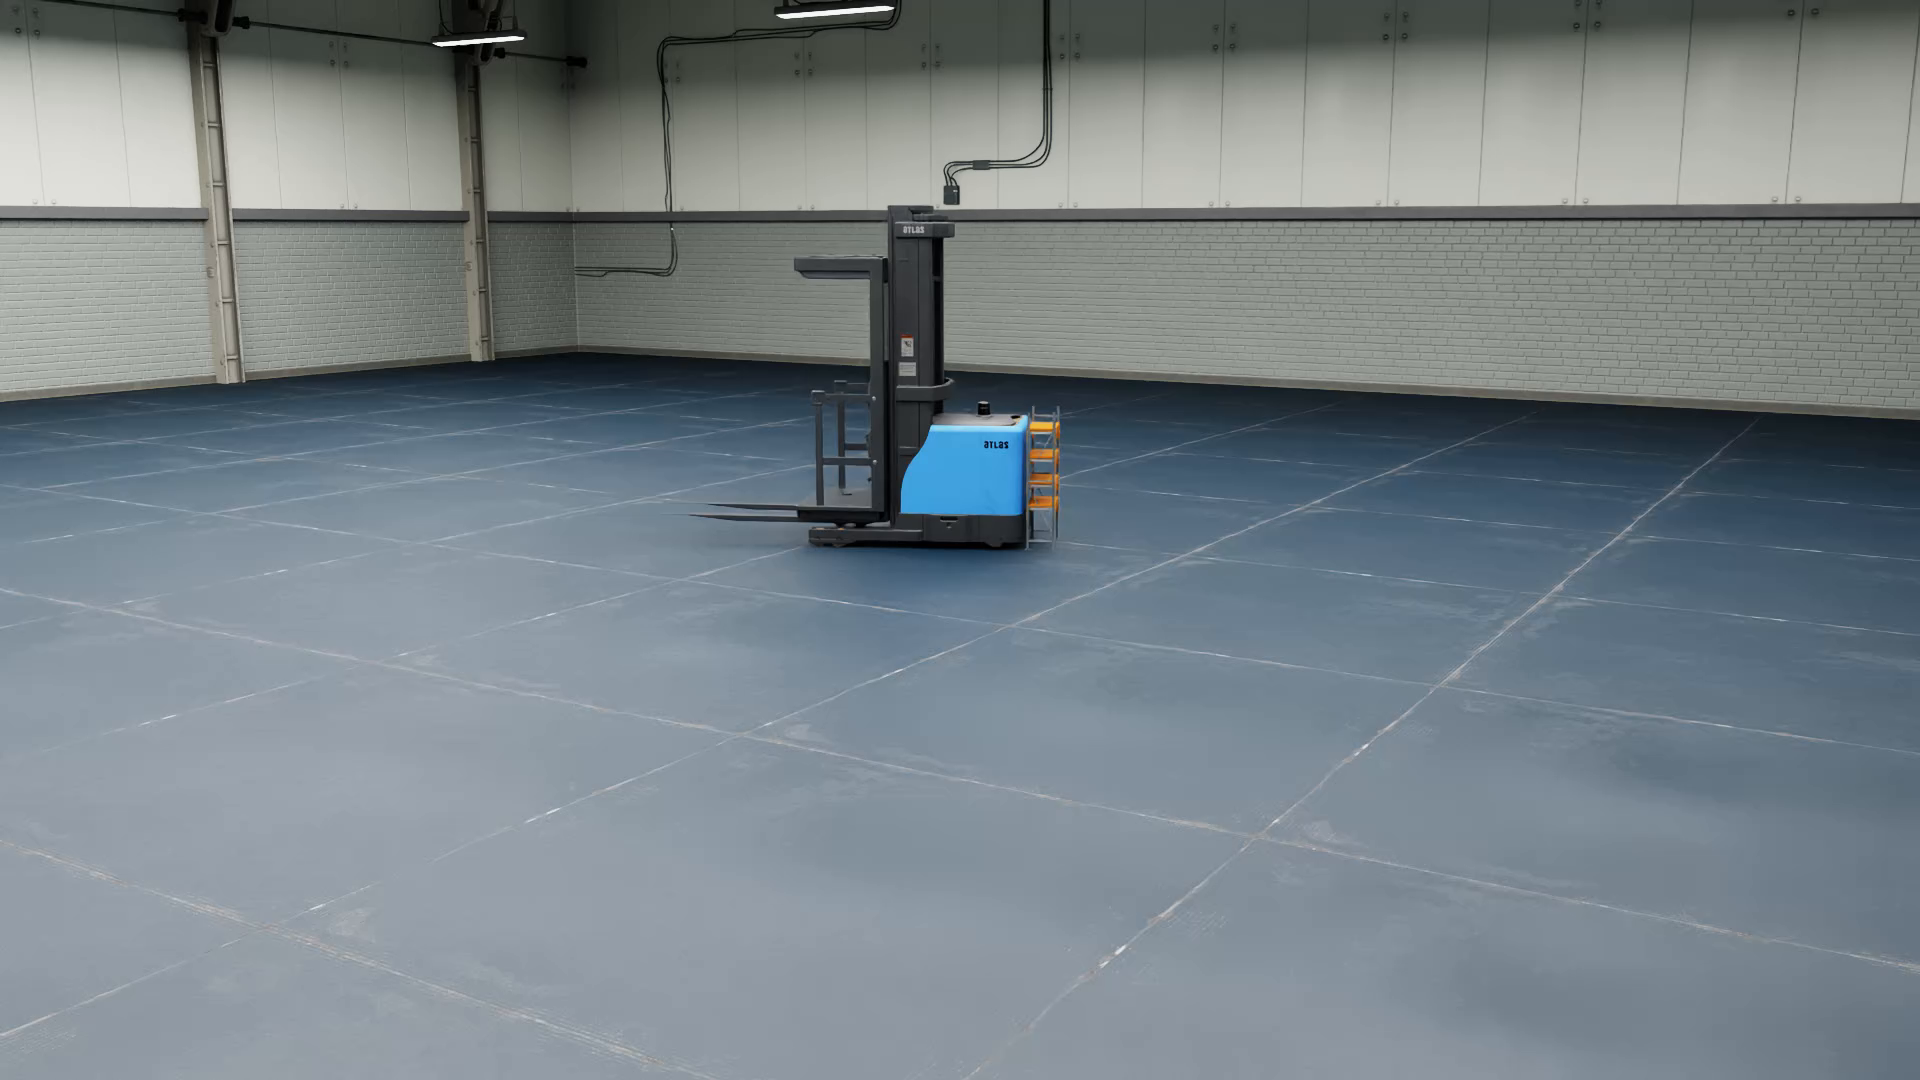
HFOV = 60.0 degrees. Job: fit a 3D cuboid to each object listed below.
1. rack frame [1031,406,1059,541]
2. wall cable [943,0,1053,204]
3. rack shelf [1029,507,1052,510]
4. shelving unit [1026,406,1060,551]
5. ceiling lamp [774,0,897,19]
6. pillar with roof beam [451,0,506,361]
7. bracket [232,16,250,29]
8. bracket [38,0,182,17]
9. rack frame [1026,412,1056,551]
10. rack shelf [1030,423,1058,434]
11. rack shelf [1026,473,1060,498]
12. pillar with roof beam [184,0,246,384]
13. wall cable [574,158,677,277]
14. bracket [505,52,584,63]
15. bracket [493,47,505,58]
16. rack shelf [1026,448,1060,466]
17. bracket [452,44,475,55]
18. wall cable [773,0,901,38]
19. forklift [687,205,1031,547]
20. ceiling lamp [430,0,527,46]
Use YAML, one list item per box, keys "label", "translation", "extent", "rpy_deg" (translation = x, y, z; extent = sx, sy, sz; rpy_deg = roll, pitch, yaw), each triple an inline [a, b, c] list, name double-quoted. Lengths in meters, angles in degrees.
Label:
- label: "rack frame"
  translation: [0.755, -0.589, 14.752]
  extent: [0.240, 1.200, 0.015]
  rpy_deg: [1, 11, 7]
- label: "wall cable"
  translation: [0.683, -9.316, 30.932]
  extent: [2.305, 6.003, 0.169]
  rpy_deg: [6, 12, 31]
- label: "rack shelf"
  translation: [0.724, -0.311, 14.558]
  extent: [0.199, 0.029, 0.442]
  rpy_deg: [1, 11, 7]
- label: "shelving unit"
  translation: [0.724, -0.544, 14.514]
  extent: [0.258, 1.200, 0.503]
  rpy_deg: [1, 11, 7]
- label: "ceiling lamp"
  translation: [-1.713, -9.318, 24.325]
  extent: [2.000, 3.185, 0.800]
  rpy_deg: [6, 12, 31]
- label: "pillar with roof beam"
  translation: [-6.403, -7.805, 32.106]
  extent: [9.100, 9.000, 0.548]
  rpy_deg: [6, 12, 31]
- label: "bracket"
  translation: [-12.679, -9.074, 29.099]
  extent: [0.235, 0.232, 0.430]
  rpy_deg: [6, 12, 31]
- label: "bracket"
  translation: [-14.447, -8.538, 26.237]
  extent: [0.076, 0.066, 4.783]
  rpy_deg: [6, 12, 31]
- label: "rack frame"
  translation: [0.694, -0.500, 14.276]
  extent: [0.240, 1.200, 0.015]
  rpy_deg: [1, 11, 7]
- label: "rack shelf"
  translation: [0.725, -0.969, 14.435]
  extent: [0.221, 0.050, 0.457]
  rpy_deg: [1, 11, 7]
- label: "rack shelf"
  translation: [0.724, -0.478, 14.527]
  extent: [0.258, 0.148, 0.480]
  rpy_deg: [1, 11, 7]
- label: "pillar with roof beam"
  translation: [-9.518, -6.862, 27.066]
  extent: [9.100, 9.000, 0.400]
  rpy_deg: [6, 12, 31]
- label: "wall cable"
  translation: [-7.423, -7.027, 36.389]
  extent: [3.097, 2.526, 0.112]
  rpy_deg: [6, 12, 31]
- label: "bracket"
  translation: [-8.640, -10.297, 35.634]
  extent: [0.076, 0.066, 3.189]
  rpy_deg: [6, 12, 31]
- label: "bracket"
  translation: [-9.564, -10.017, 34.140]
  extent: [0.235, 0.232, 0.430]
  rpy_deg: [6, 12, 31]
- label: "rack shelf"
  translation: [0.724, -0.698, 14.485]
  extent: [0.258, 0.148, 0.480]
  rpy_deg: [1, 11, 7]
- label: "bracket"
  translation: [-9.995, -9.887, 33.442]
  extent: [0.235, 0.232, 0.430]
  rpy_deg: [6, 12, 31]
- label: "wall cable"
  translation: [-2.466, -11.191, 32.546]
  extent: [3.097, 2.526, 0.112]
  rpy_deg: [6, 12, 31]
- label: "forklift"
  translation: [-0.898, -1.473, 14.774]
  extent: [3.031, 2.935, 1.130]
  rpy_deg: [1, 11, 7]
- label: "ceiling lamp"
  translation: [-8.029, -10.024, 28.096]
  extent: [2.000, 3.185, 0.800]
  rpy_deg: [6, 12, 31]
